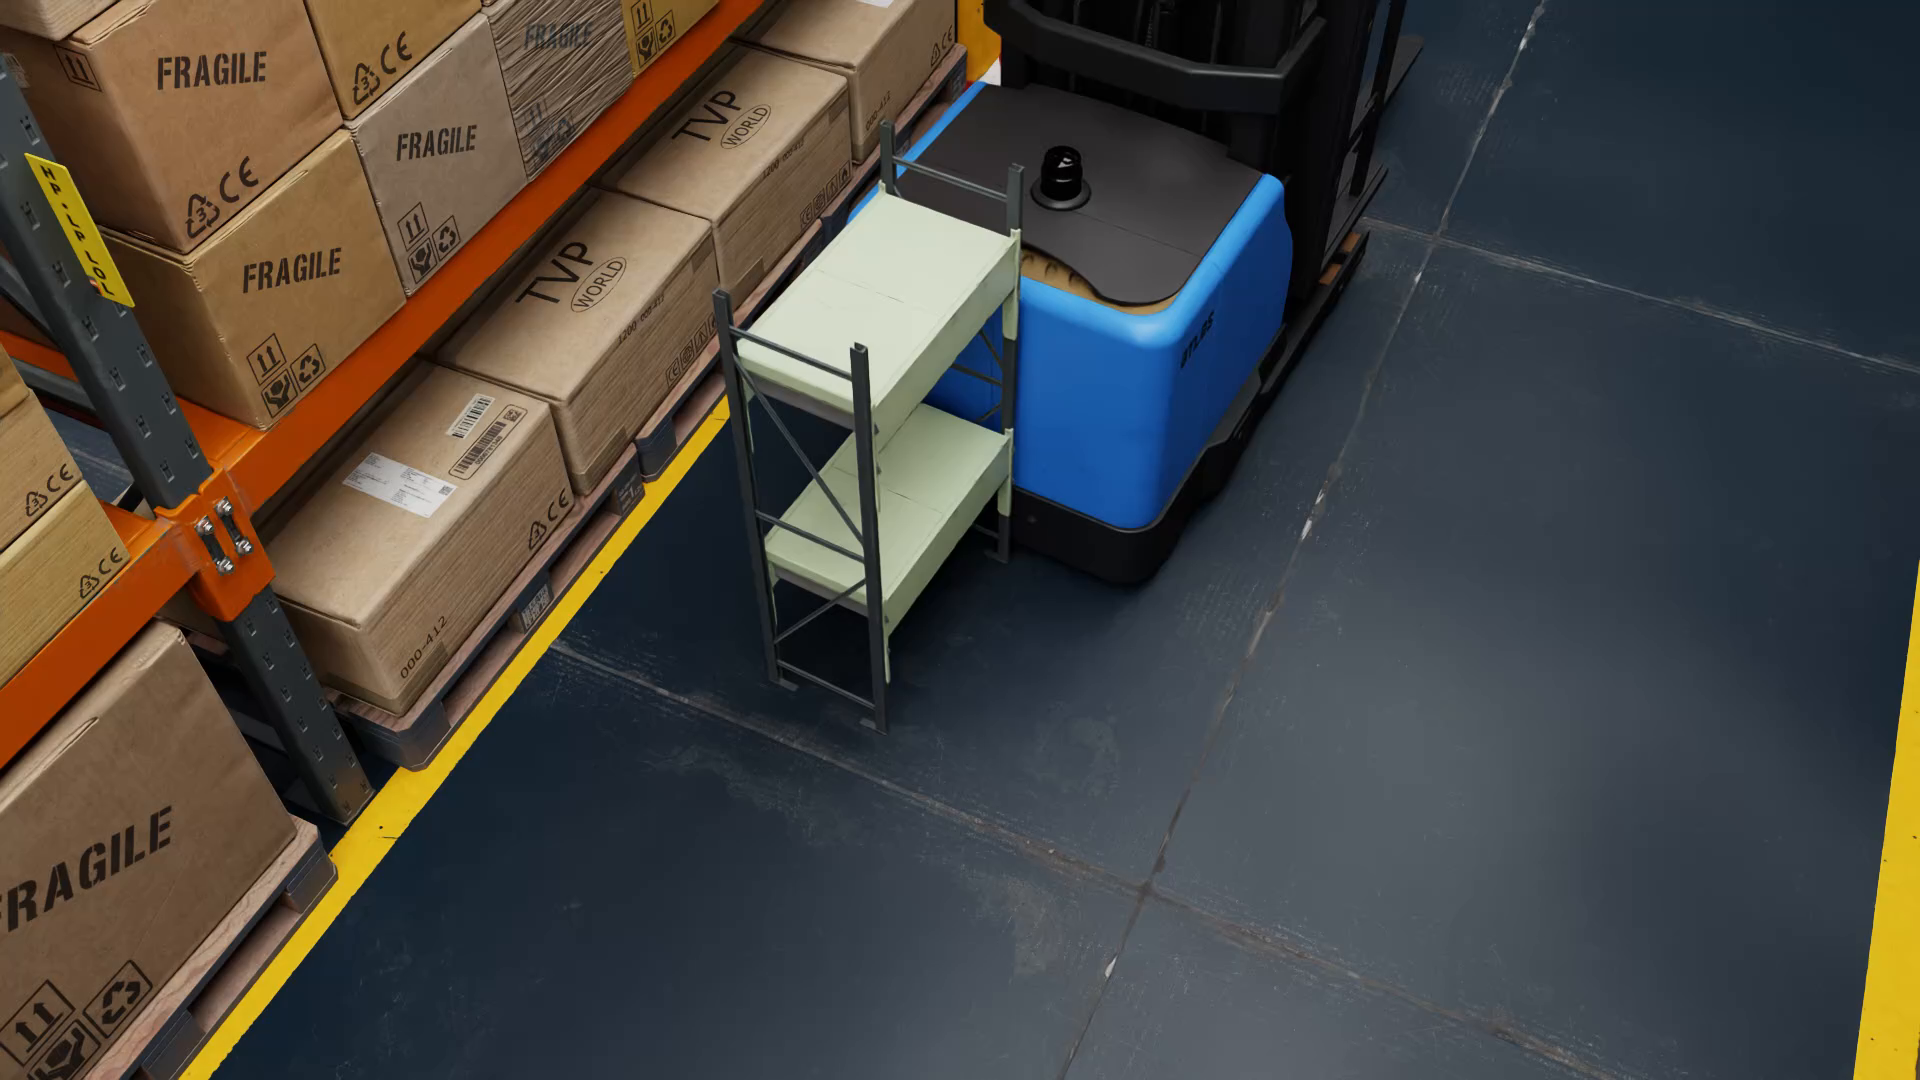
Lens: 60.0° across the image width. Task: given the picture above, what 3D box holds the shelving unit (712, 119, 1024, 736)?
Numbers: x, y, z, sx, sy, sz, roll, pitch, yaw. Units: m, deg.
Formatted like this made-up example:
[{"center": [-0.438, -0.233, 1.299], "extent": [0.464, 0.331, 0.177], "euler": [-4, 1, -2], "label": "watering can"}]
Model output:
[{"center": [-0.202, -0.247, 4.475], "extent": [0.431, 1.500, 0.755], "euler": [23, 53, 18], "label": "shelving unit"}]

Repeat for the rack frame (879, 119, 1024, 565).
[{"center": [-0.023, -0.490, 4.682], "extent": [0.400, 1.500, 0.023], "euler": [23, 53, 18], "label": "rack frame"}]

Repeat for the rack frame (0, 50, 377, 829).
[{"center": [-2.109, -0.384, 3.607], "extent": [1.000, 3.000, 0.127], "euler": [20, 52, 16], "label": "rack frame"}]

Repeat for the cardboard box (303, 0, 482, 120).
[{"center": [-1.465, -1.335, 3.695], "extent": [0.500, 0.500, 0.500], "euler": [19, 52, 16], "label": "cardboard box"}]

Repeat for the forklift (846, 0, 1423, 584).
[{"center": [0.826, -1.941, 4.977], "extent": [1.130, 2.935, 3.031], "euler": [23, 53, 18], "label": "forklift"}]

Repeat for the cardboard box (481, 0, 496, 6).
[{"center": [-1.236, -1.684, 3.992], "extent": [0.500, 0.500, 0.500], "euler": [21, 53, 17], "label": "cardboard box"}]

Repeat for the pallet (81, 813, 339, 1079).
[{"center": [-2.370, 1.075, 4.196], "extent": [1.003, 0.211, 1.213], "euler": [20, 52, 16], "label": "pallet"}]

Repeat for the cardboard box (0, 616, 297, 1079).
[{"center": [-2.301, 0.621, 3.871], "extent": [0.875, 0.875, 0.875], "euler": [21, 53, 17], "label": "cardboard box"}]

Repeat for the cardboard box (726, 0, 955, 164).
[{"center": [-0.591, -1.957, 6.352], "extent": [0.875, 0.438, 0.875], "euler": [18, 52, 15], "label": "cardboard box"}]

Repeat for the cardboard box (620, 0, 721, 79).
[{"center": [-1.014, -1.695, 4.657], "extent": [0.500, 0.500, 0.500], "euler": [21, 53, 17], "label": "cardboard box"}]

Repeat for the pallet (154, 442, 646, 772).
[{"center": [-1.713, 0.021, 5.093], "extent": [1.003, 0.211, 1.213], "euler": [20, 52, 16], "label": "pallet"}]

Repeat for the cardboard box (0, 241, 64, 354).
[{"center": [-2.142, -0.819, 3.912], "extent": [0.500, 0.500, 0.500], "euler": [20, 53, 16], "label": "cardboard box"}]

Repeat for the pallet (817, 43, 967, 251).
[{"center": [-0.671, -1.659, 6.523], "extent": [1.003, 0.211, 1.213], "euler": [20, 52, 16], "label": "pallet"}]

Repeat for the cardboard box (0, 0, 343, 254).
[{"center": [-1.686, -0.990, 3.400], "extent": [0.500, 0.500, 0.500], "euler": [20, 53, 16], "label": "cardboard box"}]

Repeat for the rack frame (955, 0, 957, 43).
[{"center": [-0.400, -3.138, 5.951], "extent": [1.000, 3.000, 0.127], "euler": [20, 52, 16], "label": "rack frame"}]

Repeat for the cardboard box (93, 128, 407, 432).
[{"center": [-1.672, -0.654, 3.772], "extent": [0.500, 0.500, 0.500], "euler": [21, 53, 17], "label": "cardboard box"}]

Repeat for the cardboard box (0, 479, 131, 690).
[{"center": [-2.072, 0.055, 3.332], "extent": [0.500, 0.250, 0.500], "euler": [19, 52, 15], "label": "cardboard box"}]

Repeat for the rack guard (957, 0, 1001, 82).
[{"center": [-0.390, -2.345, 6.917], "extent": [1.175, 0.500, 0.348], "euler": [20, 52, 16], "label": "rack guard"}]

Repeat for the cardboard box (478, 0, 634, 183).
[{"center": [-1.235, -1.340, 4.355], "extent": [0.500, 0.500, 0.500], "euler": [20, 53, 16], "label": "cardboard box"}]

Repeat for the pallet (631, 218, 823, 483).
[{"center": [-1.193, -0.822, 5.811], "extent": [1.003, 0.211, 1.213], "euler": [20, 52, 16], "label": "pallet"}]

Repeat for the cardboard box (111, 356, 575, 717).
[{"center": [-1.744, -0.087, 4.761], "extent": [0.875, 0.438, 0.875], "euler": [19, 52, 16], "label": "cardboard box"}]

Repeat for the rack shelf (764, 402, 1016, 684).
[{"center": [-0.202, -0.036, 4.724], "extent": [0.431, 0.370, 0.720], "euler": [23, 53, 18], "label": "rack shelf"}]

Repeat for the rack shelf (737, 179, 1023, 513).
[{"center": [-0.202, -0.500, 4.178], "extent": [0.431, 0.370, 0.720], "euler": [23, 53, 18], "label": "rack shelf"}]

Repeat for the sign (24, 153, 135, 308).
[{"center": [-1.614, -0.564, 3.052], "extent": [0.100, 0.325, 0.005], "euler": [20, 52, 16], "label": "sign"}]

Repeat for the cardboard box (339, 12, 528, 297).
[{"center": [-1.453, -1.000, 4.065], "extent": [0.500, 0.500, 0.500], "euler": [20, 53, 16], "label": "cardboard box"}]

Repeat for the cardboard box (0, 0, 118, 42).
[{"center": [-1.739, -1.084, 3.054], "extent": [0.380, 0.149, 0.250], "euler": [19, 52, 16], "label": "cardboard box"}]

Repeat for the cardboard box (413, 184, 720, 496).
[{"center": [-1.362, -0.704, 5.286], "extent": [0.875, 0.438, 0.875], "euler": [18, 52, 15], "label": "cardboard box"}]

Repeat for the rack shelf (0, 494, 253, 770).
[{"center": [-2.963, 1.226, 2.709], "extent": [1.077, 0.370, 4.000], "euler": [20, 52, 16], "label": "rack shelf"}]

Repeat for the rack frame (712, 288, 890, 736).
[{"center": [-0.381, -0.004, 4.269], "extent": [0.400, 1.500, 0.023], "euler": [23, 53, 18], "label": "rack frame"}]

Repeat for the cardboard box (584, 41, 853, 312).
[{"center": [-0.975, -1.324, 5.814], "extent": [0.875, 0.438, 0.875], "euler": [21, 53, 17], "label": "cardboard box"}]

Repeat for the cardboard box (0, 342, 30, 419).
[{"center": [-2.073, -0.351, 2.857], "extent": [0.500, 0.500, 0.500], "euler": [21, 53, 17], "label": "cardboard box"}]

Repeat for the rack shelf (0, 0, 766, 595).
[{"center": [-1.254, -1.528, 5.053], "extent": [1.077, 0.370, 4.000], "euler": [20, 52, 16], "label": "rack shelf"}]

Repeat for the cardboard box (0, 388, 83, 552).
[{"center": [-2.077, -0.115, 3.148], "extent": [0.500, 0.250, 0.500], "euler": [20, 52, 16], "label": "cardboard box"}]
